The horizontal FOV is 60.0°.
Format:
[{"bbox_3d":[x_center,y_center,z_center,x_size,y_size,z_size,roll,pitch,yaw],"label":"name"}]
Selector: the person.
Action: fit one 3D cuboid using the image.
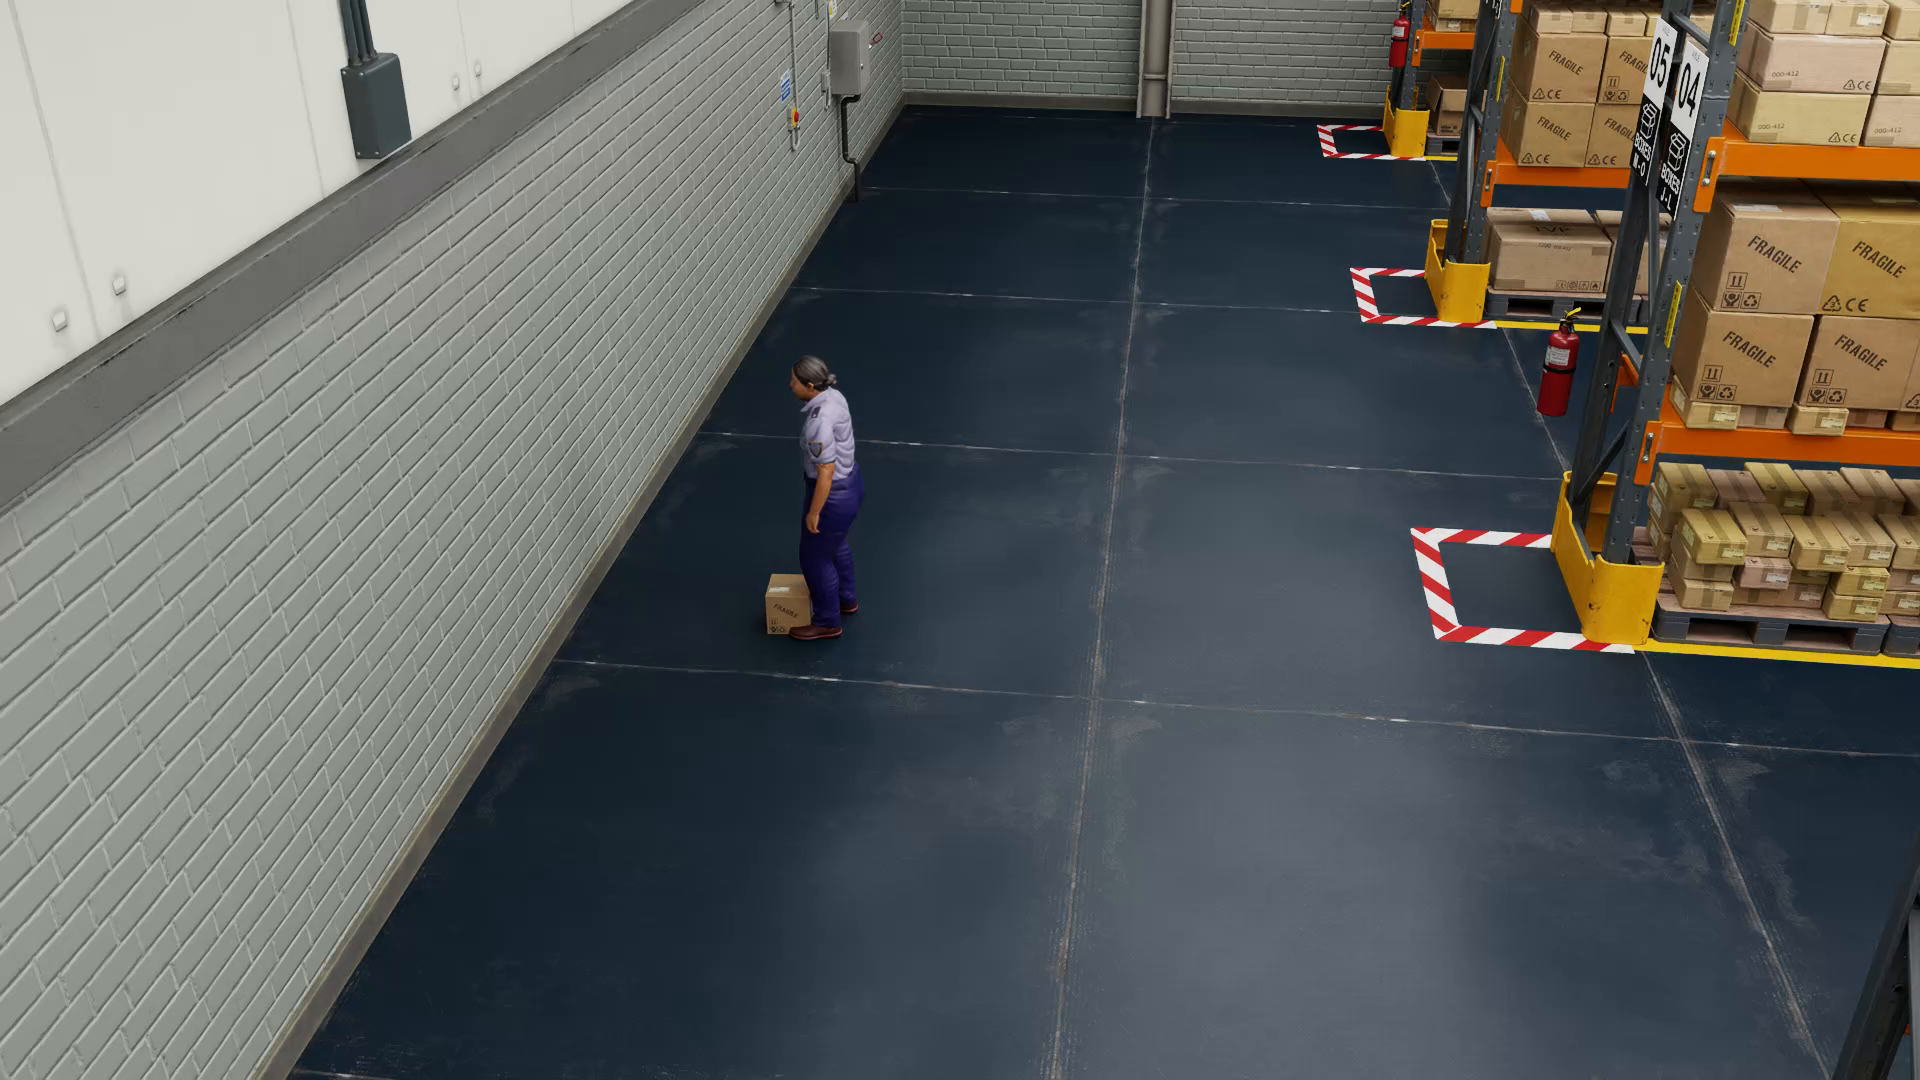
[{"bbox_3d":[-0.741,-0.236,9.079,0.415,1.639,0.537,4,29,7],"label":"person"}]
